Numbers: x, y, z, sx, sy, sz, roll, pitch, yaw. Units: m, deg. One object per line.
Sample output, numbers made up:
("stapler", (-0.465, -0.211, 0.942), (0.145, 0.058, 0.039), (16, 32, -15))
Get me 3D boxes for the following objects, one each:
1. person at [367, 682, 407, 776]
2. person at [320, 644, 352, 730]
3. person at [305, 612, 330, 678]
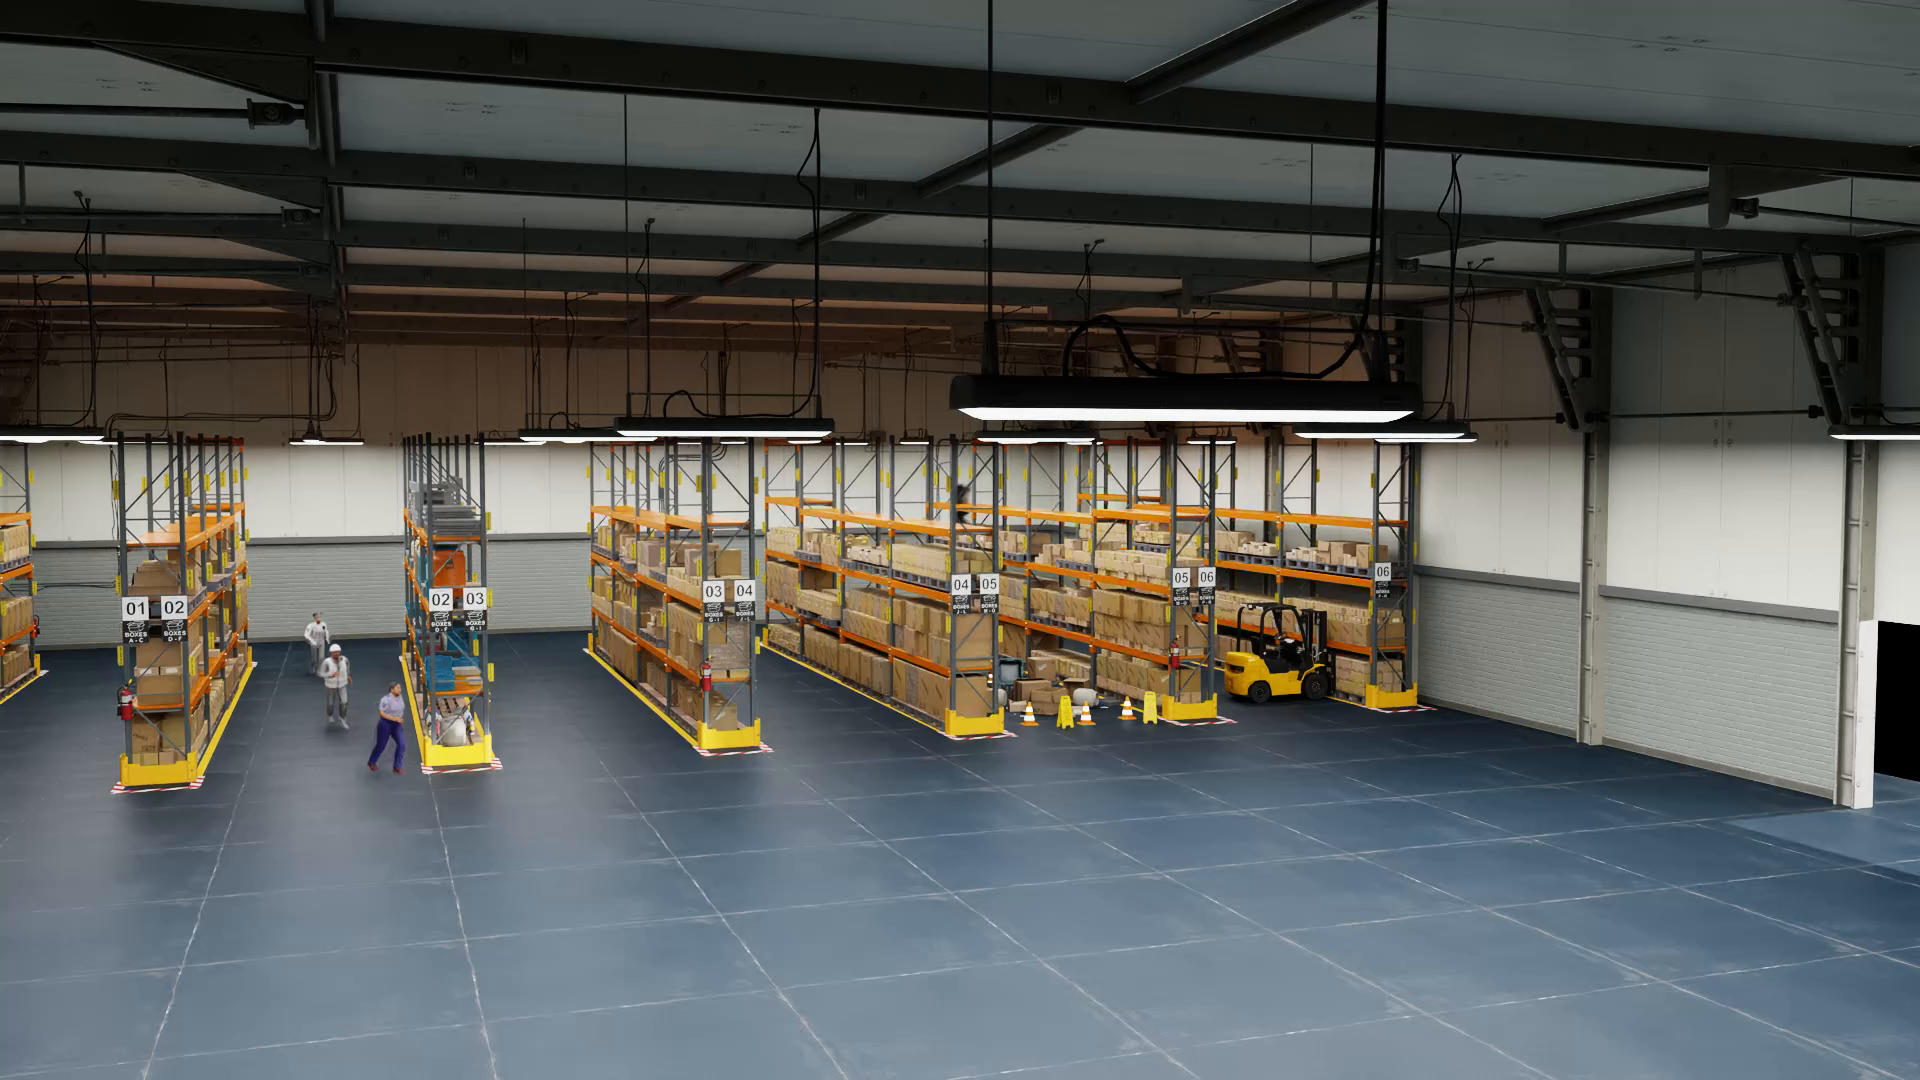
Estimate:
("person", (-10.048, 3.323, 29.229), (0.849, 1.653, 0.583), (2, 4, 33))
("person", (-12.742, 2.977, 33.961), (0.650, 1.747, 0.977), (-2, 4, -30))
("person", (-16.114, 2.604, 41.635), (0.614, 1.645, 0.723), (-2, 4, -36))
